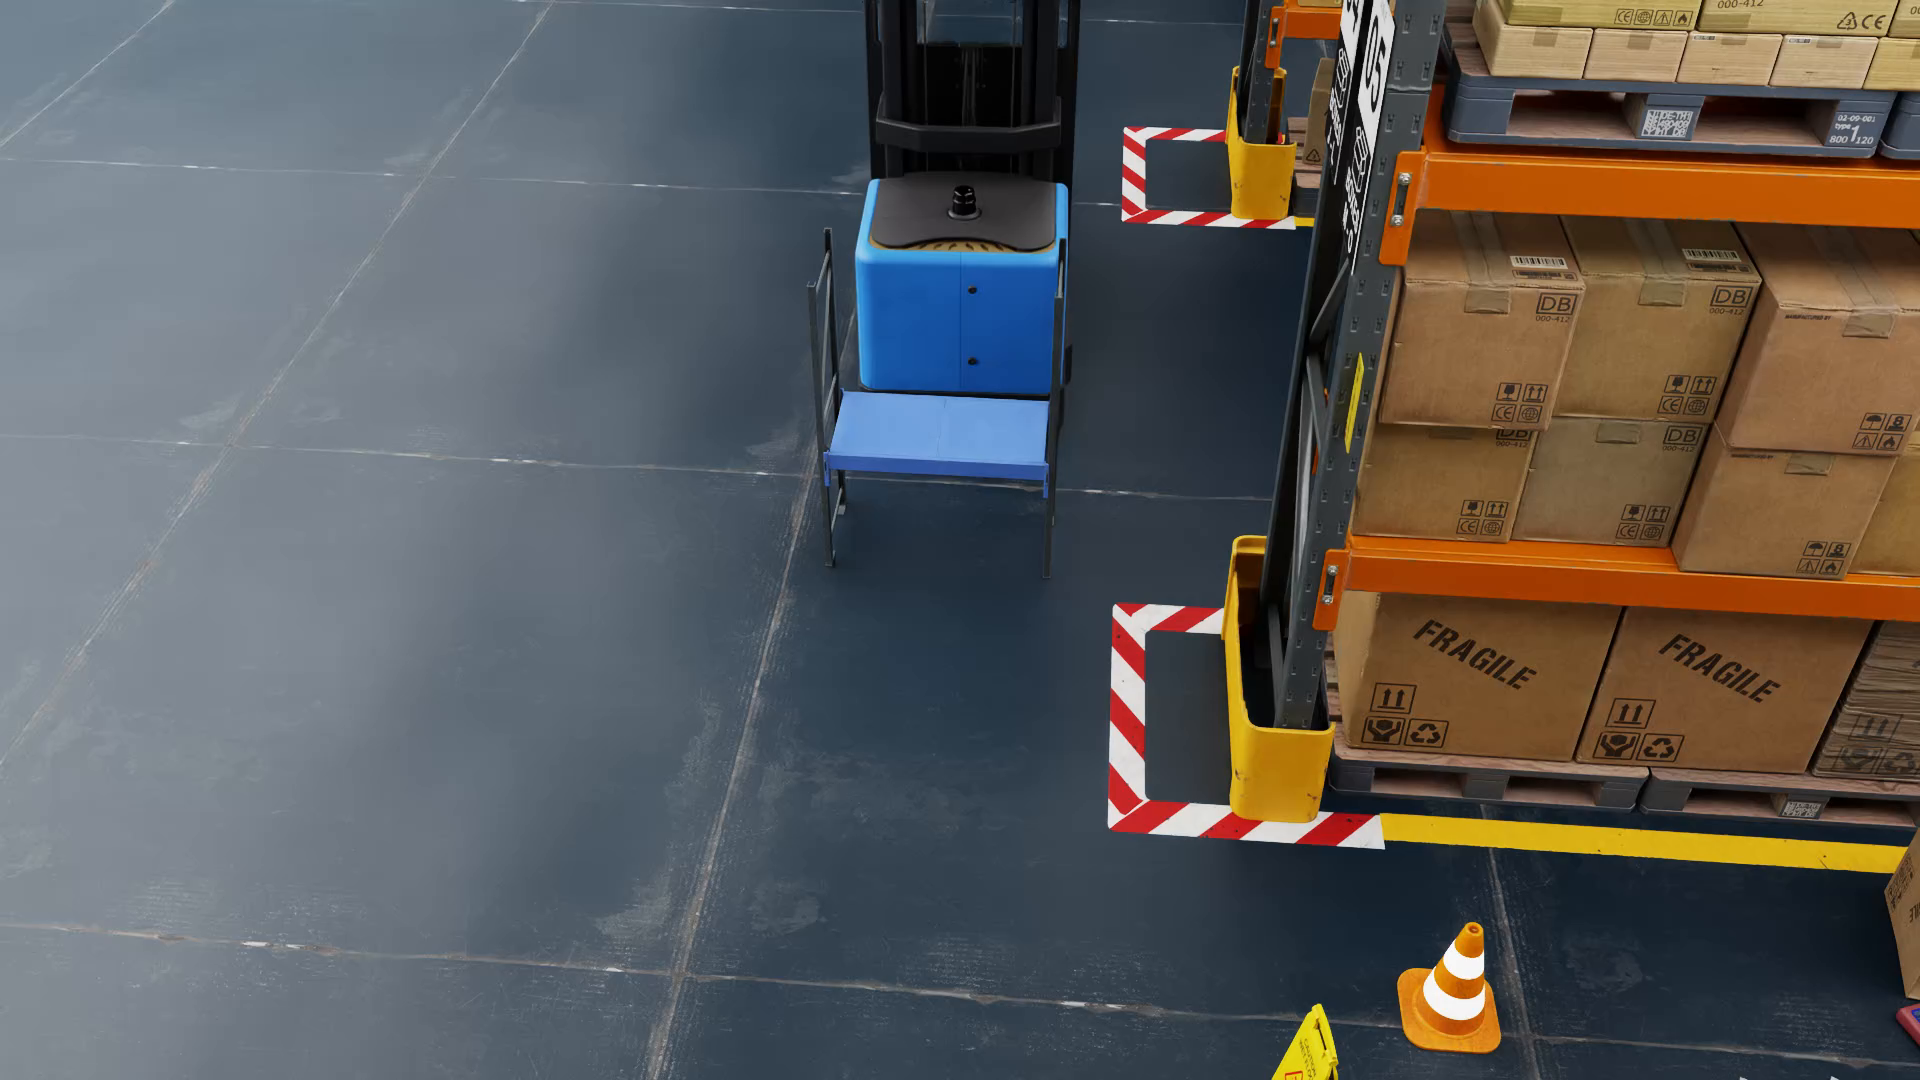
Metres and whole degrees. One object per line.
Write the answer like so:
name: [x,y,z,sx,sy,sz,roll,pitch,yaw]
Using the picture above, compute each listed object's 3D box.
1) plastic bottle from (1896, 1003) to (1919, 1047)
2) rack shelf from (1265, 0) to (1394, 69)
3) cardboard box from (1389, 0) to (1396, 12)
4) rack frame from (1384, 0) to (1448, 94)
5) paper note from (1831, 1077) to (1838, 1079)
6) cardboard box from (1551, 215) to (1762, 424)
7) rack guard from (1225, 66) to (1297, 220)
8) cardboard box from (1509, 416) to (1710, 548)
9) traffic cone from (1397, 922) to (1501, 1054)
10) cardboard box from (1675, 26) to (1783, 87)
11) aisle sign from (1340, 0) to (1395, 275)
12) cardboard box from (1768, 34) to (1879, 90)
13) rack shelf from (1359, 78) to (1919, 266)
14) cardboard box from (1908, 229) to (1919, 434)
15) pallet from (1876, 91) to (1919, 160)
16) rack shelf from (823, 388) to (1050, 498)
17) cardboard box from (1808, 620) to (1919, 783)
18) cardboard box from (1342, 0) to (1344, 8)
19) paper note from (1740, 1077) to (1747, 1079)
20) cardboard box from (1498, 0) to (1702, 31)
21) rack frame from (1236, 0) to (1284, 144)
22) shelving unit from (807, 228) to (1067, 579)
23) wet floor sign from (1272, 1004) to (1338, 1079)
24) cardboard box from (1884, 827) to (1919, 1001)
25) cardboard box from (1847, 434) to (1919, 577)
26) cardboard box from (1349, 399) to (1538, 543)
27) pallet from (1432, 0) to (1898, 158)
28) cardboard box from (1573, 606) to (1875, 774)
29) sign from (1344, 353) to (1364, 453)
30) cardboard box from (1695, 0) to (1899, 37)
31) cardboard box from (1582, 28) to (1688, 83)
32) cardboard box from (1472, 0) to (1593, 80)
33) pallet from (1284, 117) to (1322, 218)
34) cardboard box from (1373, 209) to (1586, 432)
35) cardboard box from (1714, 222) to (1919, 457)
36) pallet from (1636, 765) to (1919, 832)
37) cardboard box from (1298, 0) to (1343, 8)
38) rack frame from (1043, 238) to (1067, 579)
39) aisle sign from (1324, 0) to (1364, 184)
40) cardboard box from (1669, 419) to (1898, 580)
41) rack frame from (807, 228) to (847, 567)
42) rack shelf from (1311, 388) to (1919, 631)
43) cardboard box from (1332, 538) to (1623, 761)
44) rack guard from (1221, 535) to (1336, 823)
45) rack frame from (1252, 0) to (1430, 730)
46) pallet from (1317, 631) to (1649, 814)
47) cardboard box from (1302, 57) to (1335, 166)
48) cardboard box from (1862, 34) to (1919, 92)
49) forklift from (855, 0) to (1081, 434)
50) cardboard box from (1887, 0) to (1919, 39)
plastic bottle: [3.386,1.735,5.741,0.133,0.061,0.283,-10,40,-12]
rack shelf: [3.839,-3.146,9.979,4.000,0.370,1.077,3,39,4]
cardboard box: [2.605,-3.222,9.702,0.250,0.149,0.380,3,39,4]
rack frame: [1.317,-2.747,4.166,0.127,3.000,1.000,3,39,4]
paper note: [3.012,1.859,5.629,0.123,0.001,0.032,24,45,26]
cardboard box: [2.240,-0.880,5.652,0.550,0.550,0.875,3,39,4]
rack guard: [1.922,-2.560,10.670,0.348,0.500,1.175,3,39,4]
cardboard box: [2.241,-0.470,6.003,0.550,0.550,0.875,3,39,4]
traffic cone: [1.724,1.486,5.728,0.334,0.463,0.336,3,39,4]
cardboard box: [2.135,-1.440,4.724,0.250,0.149,0.380,3,39,4]
aisle sign: [1.221,-1.243,5.012,0.004,0.787,0.394,3,39,4]
cardboard box: [2.387,-1.426,4.708,0.250,0.149,0.380,3,39,4]
rack shelf: [3.310,-1.195,5.207,4.000,0.370,1.077,3,39,4]
cardboard box: [3.325,-0.817,5.574,0.500,0.550,0.875,3,39,4]
pallet: [3.276,-1.450,5.020,1.213,0.211,1.003,3,39,4]
rack shelf: [-0.085,-0.447,7.566,1.000,0.185,0.538,3,39,4]
cardboard box: [3.784,0.334,6.484,0.875,0.875,0.875,3,39,4]
cardboard box: [2.357,-3.245,9.730,0.250,0.149,0.380,3,39,4]
paper note: [2.692,1.883,5.584,0.142,0.017,0.144,16,42,19]
cardboard box: [1.776,-1.654,4.672,0.500,0.250,0.500,3,39,4]
rack frame: [1.846,-3.534,9.886,0.127,3.000,1.000,3,39,4]
shelving unit: [-0.085,-0.586,7.453,1.048,1.500,0.538,3,39,4]
wet floor sign: [1.118,1.737,5.275,0.232,0.644,0.267,-3,39,-4]
cardboard box: [3.667,1.327,5.892,0.500,0.500,0.500,10,40,12]
cardboard box: [3.319,-0.358,5.865,0.500,0.550,0.875,3,39,4]
cardboard box: [1.691,-0.486,6.023,0.550,0.550,0.875,3,39,4]
pallet: [2.057,-1.515,5.100,1.213,0.211,1.003,3,39,4]
cardboard box: [2.875,0.283,6.547,0.875,0.875,0.875,3,39,3]
sign: [1.264,-0.438,5.333,0.005,0.325,0.100,3,39,4]
cardboard box: [2.282,-1.627,4.639,0.500,0.250,0.500,3,39,3]
cardboard box: [1.885,-1.454,4.741,0.250,0.149,0.380,3,39,4]
cardboard box: [1.631,-1.467,4.758,0.250,0.149,0.380,3,39,4]
pallet: [2.728,-2.382,10.679,1.213,0.211,1.003,3,39,4]
cardboard box: [1.684,-0.852,5.617,0.550,0.550,0.875,3,39,4]
cardboard box: [2.786,-0.764,5.509,0.550,0.550,0.875,3,39,4]
pallet: [3.333,0.724,6.864,1.213,0.211,1.003,3,39,4]
cardboard box: [2.109,-3.271,9.762,0.250,0.149,0.380,3,39,4]
rack frame: [0.421,-0.559,7.419,0.032,1.500,0.500,3,39,4]
aisle sign: [1.273,-1.621,5.476,0.004,0.787,0.394,3,39,4]
cardboard box: [2.788,-0.361,5.869,0.550,0.550,0.875,3,39,4]
rack frame: [-0.591,-0.614,7.487,0.032,1.500,0.500,3,39,4]
rack shelf: [3.310,-0.032,6.153,4.000,0.370,1.077,3,39,4]
cardboard box: [1.999,0.237,6.604,0.875,0.875,0.875,3,39,4]
rack guard: [1.293,0.548,6.851,0.348,0.500,1.175,3,39,4]
rack frame: [1.317,-0.420,6.060,0.127,3.000,1.000,3,39,4]
pallet: [2.121,0.656,6.947,1.213,0.211,1.003,3,39,4]
cardboard box: [2.467,-2.683,10.488,0.500,0.500,0.500,10,40,12]
cardboard box: [2.637,-1.412,4.690,0.250,0.149,0.380,3,39,4]
forklift: [0.076,-2.586,8.775,1.130,2.935,3.031,2,39,2]
cardboard box: [2.785,-1.600,4.606,0.500,0.250,0.500,3,39,3]
